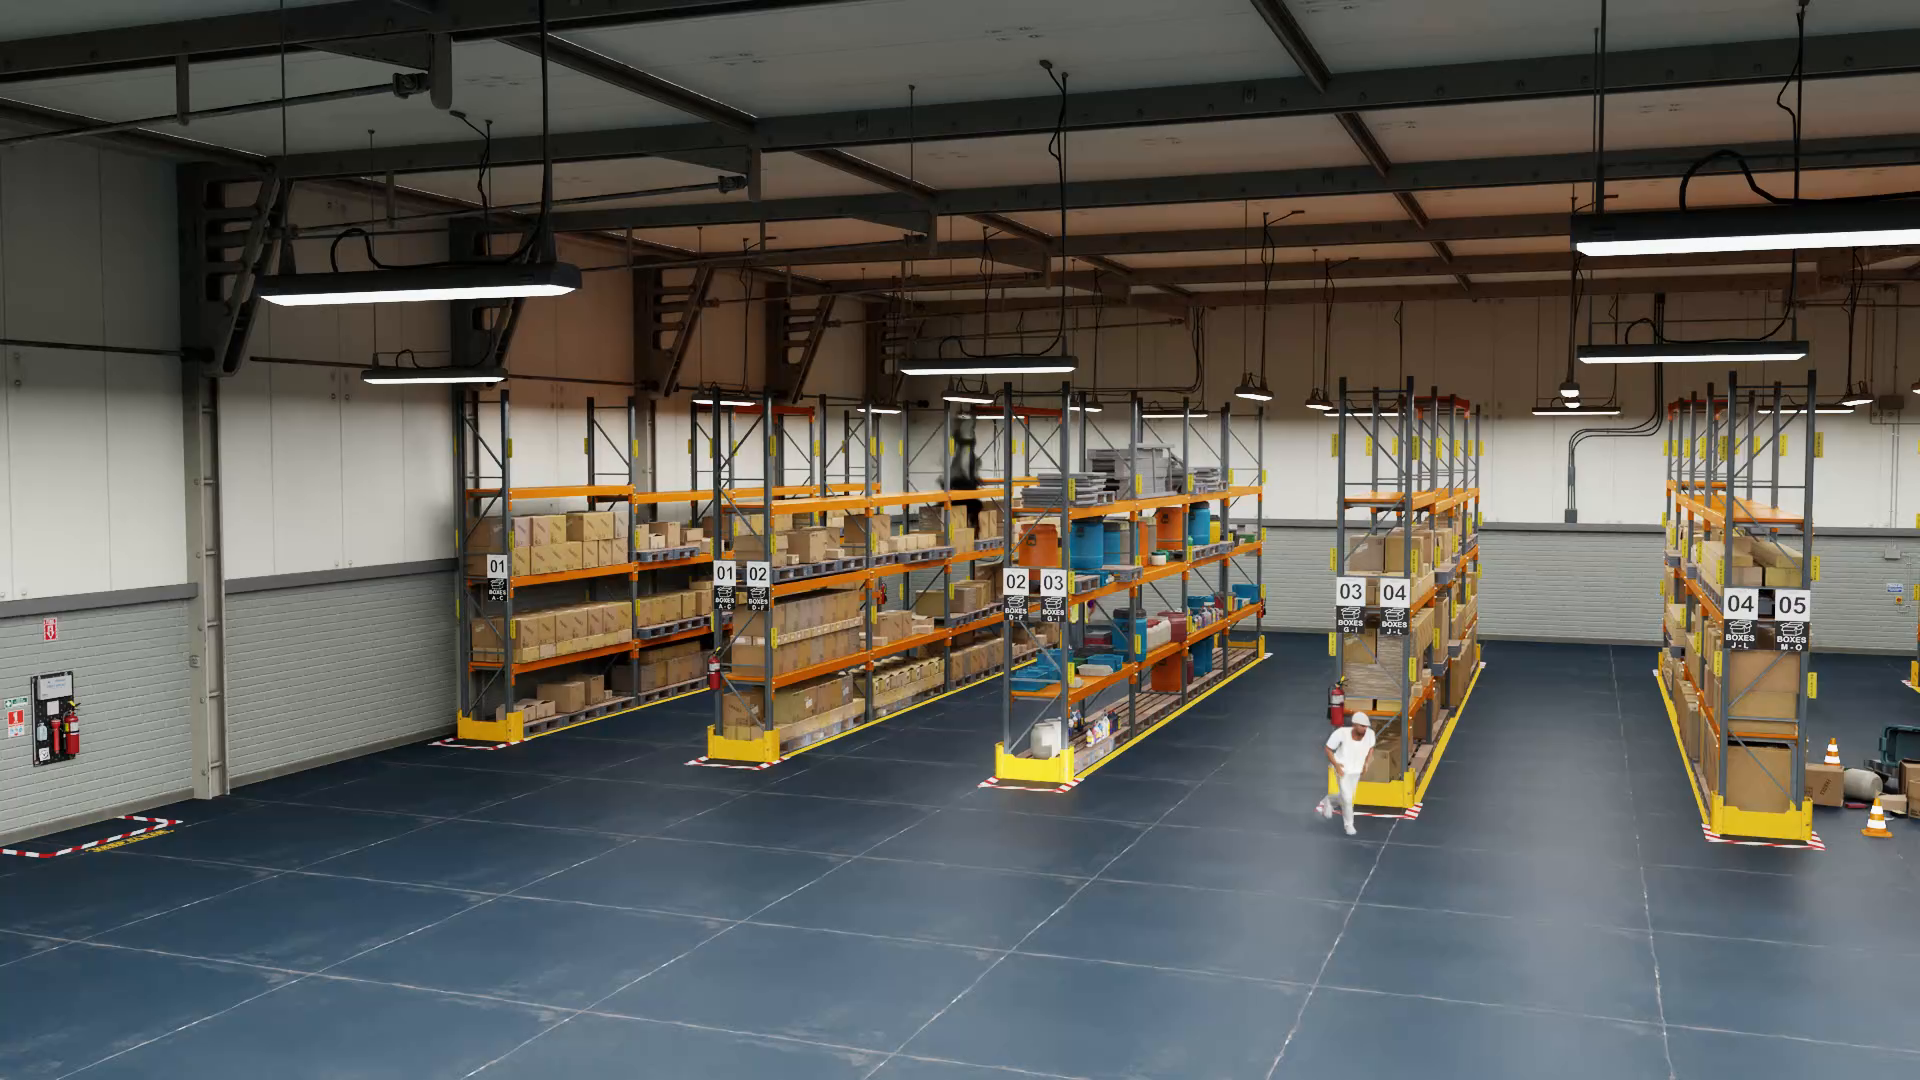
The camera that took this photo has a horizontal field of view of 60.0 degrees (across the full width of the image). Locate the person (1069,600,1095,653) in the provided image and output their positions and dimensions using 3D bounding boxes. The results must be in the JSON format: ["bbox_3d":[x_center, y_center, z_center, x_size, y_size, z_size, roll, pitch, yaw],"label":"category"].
[{"bbox_3d":[2.576,1.826,36.298,0.712,1.777,0.826,0,3,5],"label":"person"}]

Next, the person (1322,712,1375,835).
[{"bbox_3d":[5.056,3.013,21.758,0.697,1.636,1.033,-1,3,-16],"label":"person"}]
